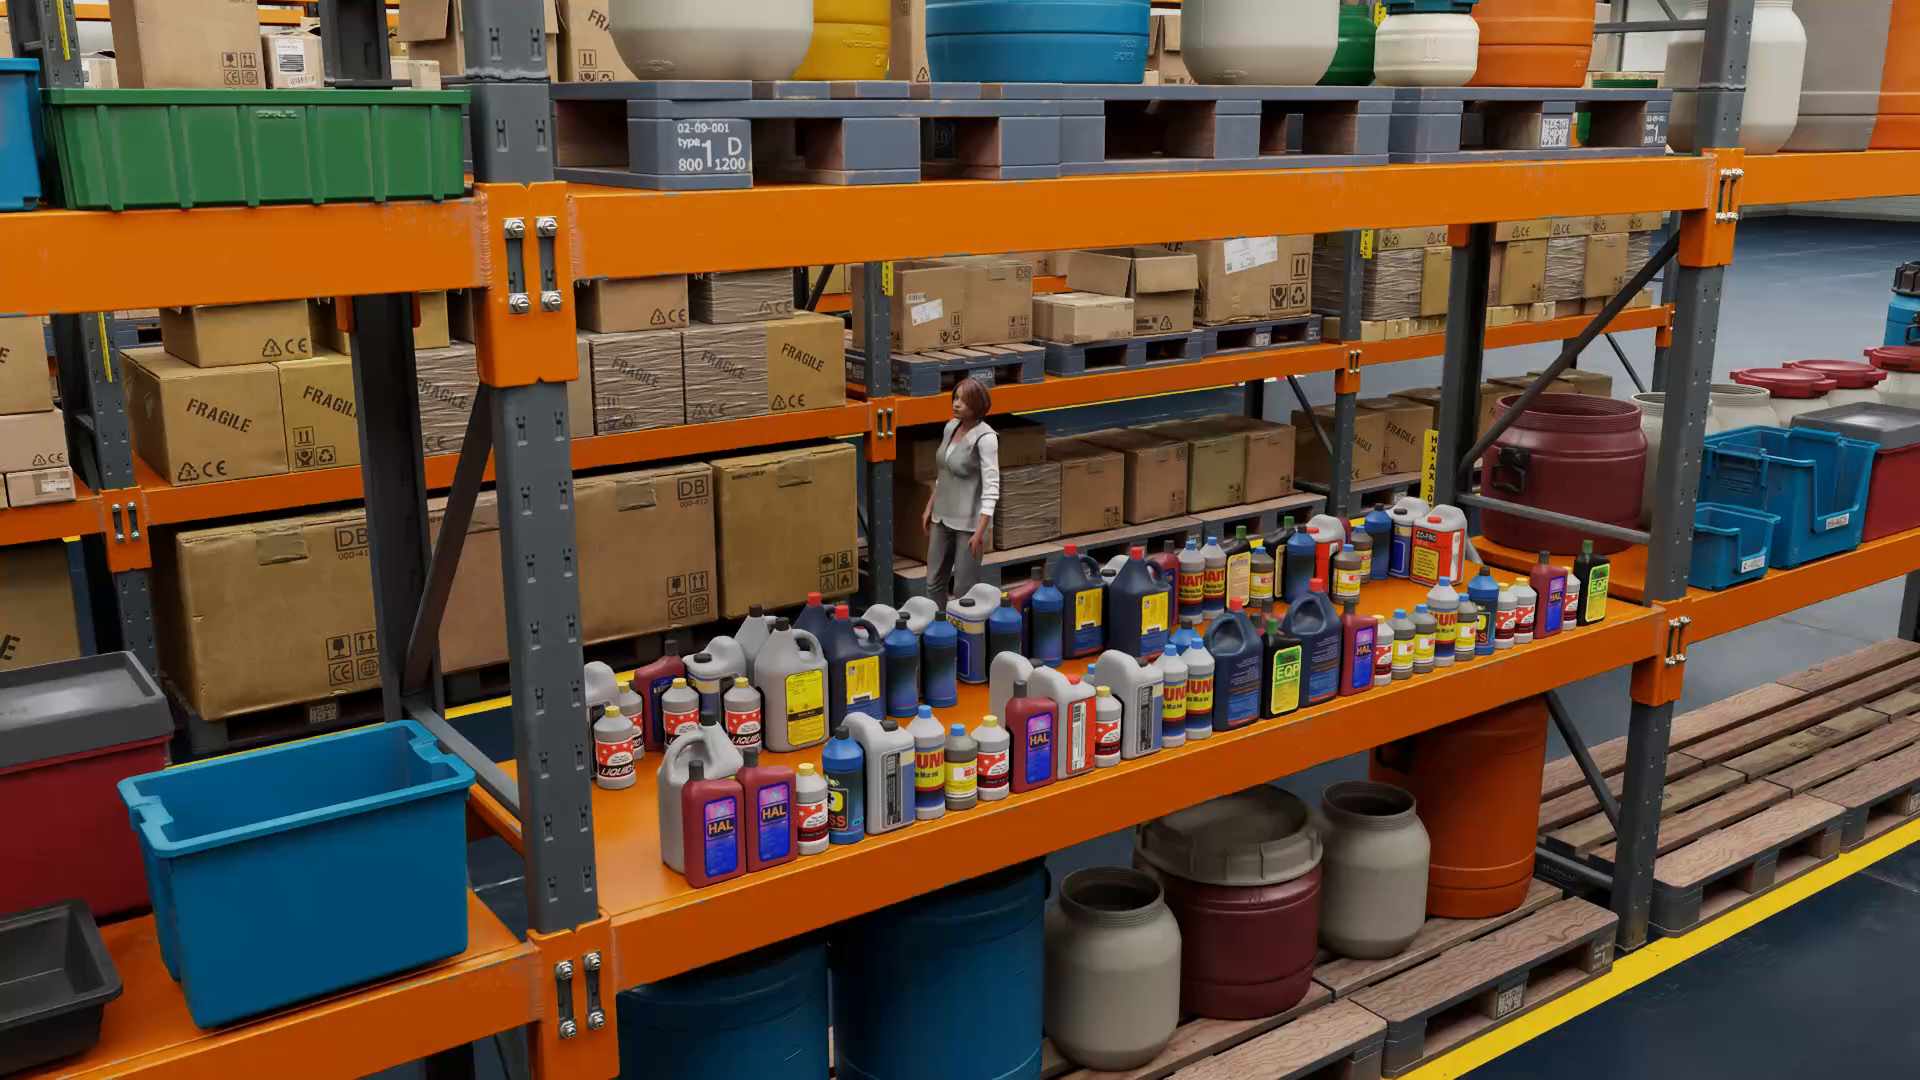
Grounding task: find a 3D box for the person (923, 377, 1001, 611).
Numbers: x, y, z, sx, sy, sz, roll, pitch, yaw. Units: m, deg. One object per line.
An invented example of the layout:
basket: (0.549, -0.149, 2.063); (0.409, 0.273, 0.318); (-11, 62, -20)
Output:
person: (-0.061, -0.057, 8.712); (0.475, 1.596, 0.520); (-10, 18, -35)
